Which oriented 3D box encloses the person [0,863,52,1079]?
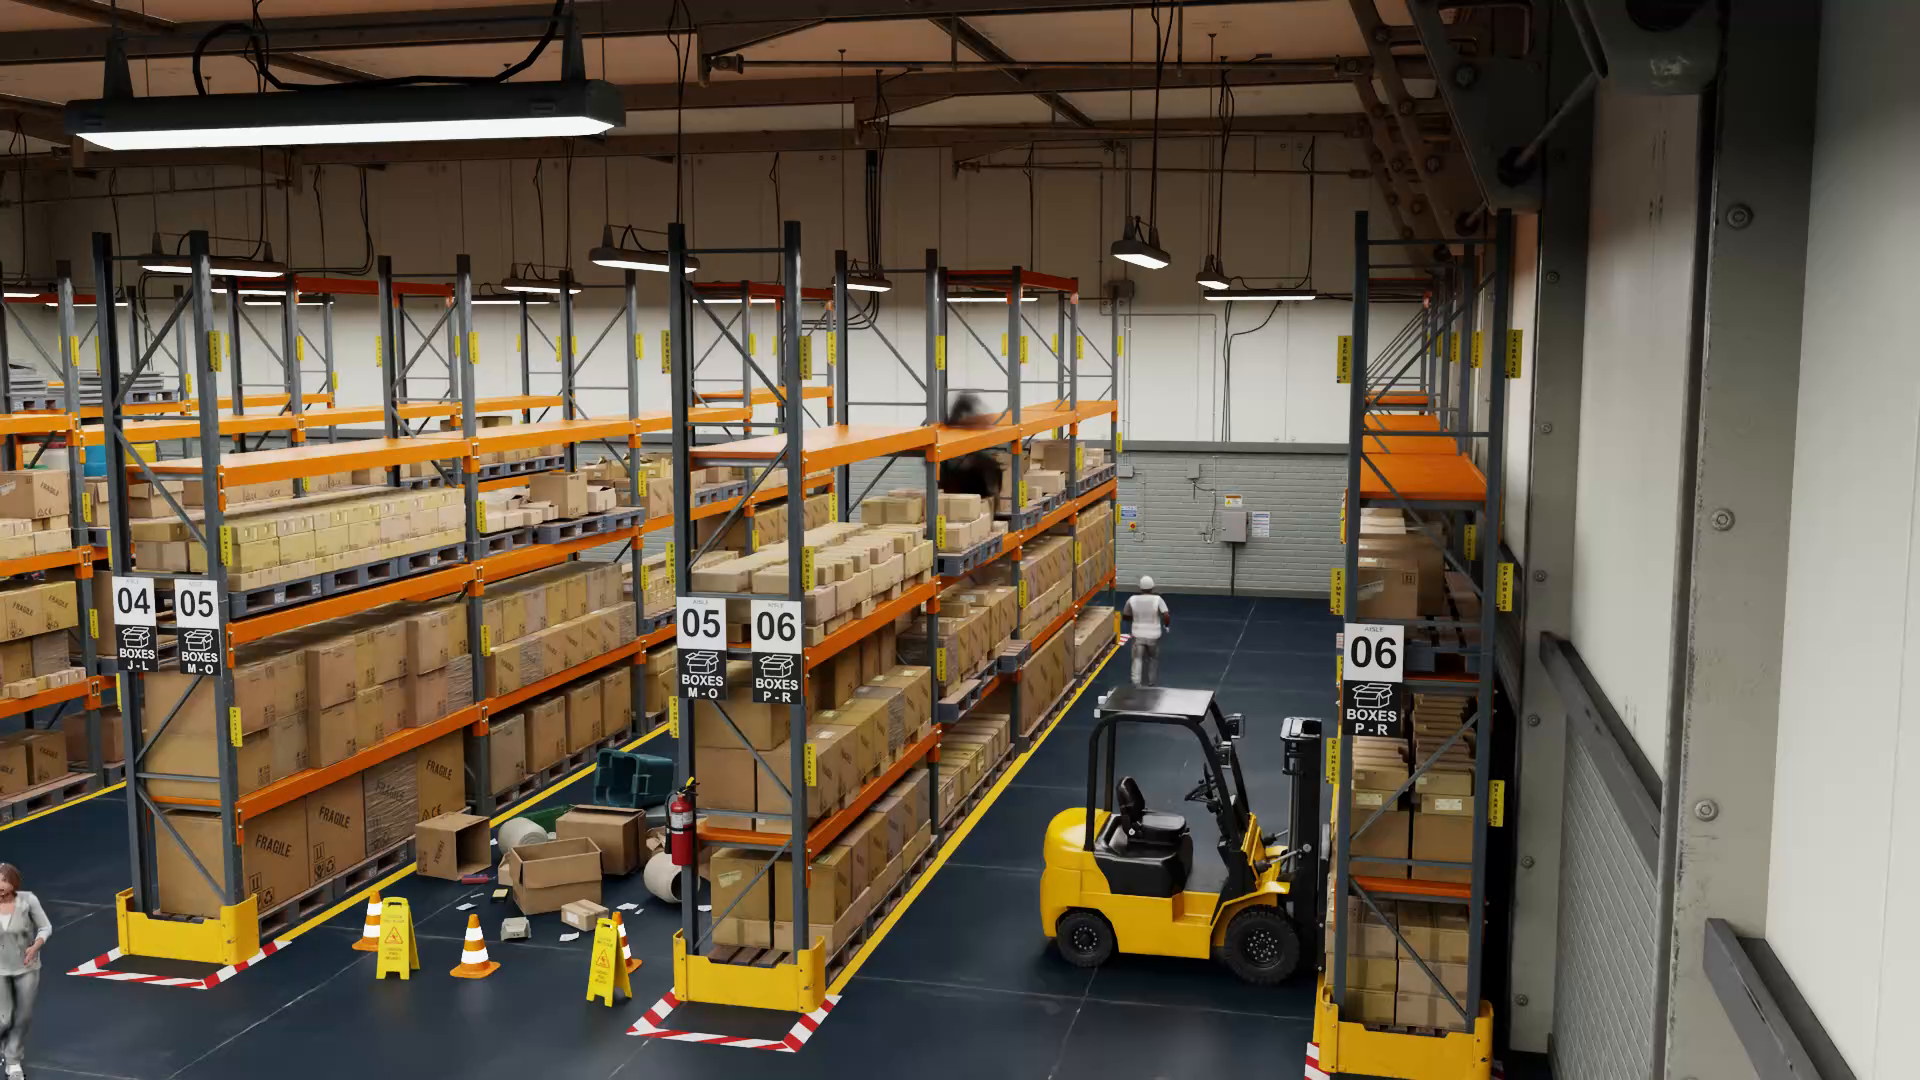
[{"bbox_3d":[-6.564,3.002,11.511,0.523,1.568,0.549,-4,8,-29],"label":"person"}]

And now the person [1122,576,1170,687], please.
[{"bbox_3d":[2.669,1.382,23.842,0.696,1.762,0.941,1,7,10],"label":"person"}]
